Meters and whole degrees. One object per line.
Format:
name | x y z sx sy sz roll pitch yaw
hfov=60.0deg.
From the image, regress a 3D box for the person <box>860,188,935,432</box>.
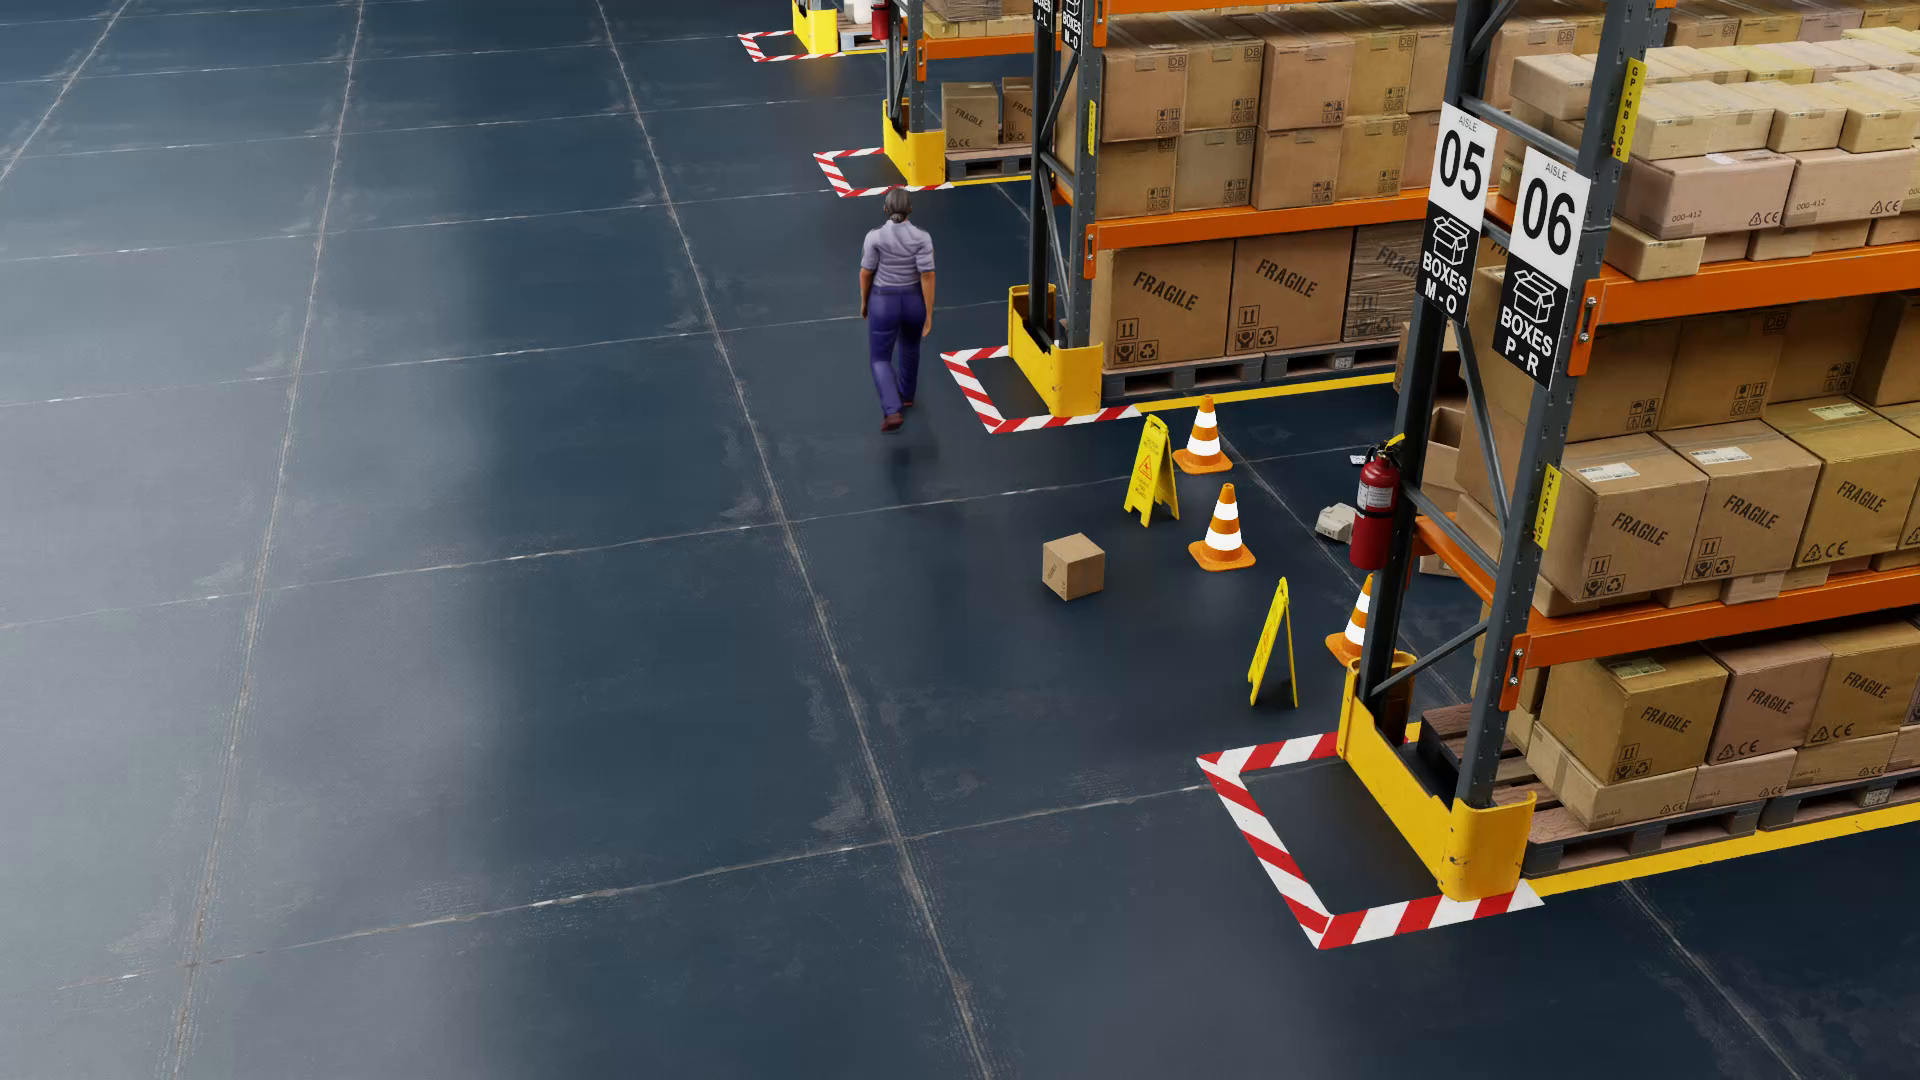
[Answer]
person | -0.404 -1.508 10.796 0.471 1.598 0.927 -6 31 -10
